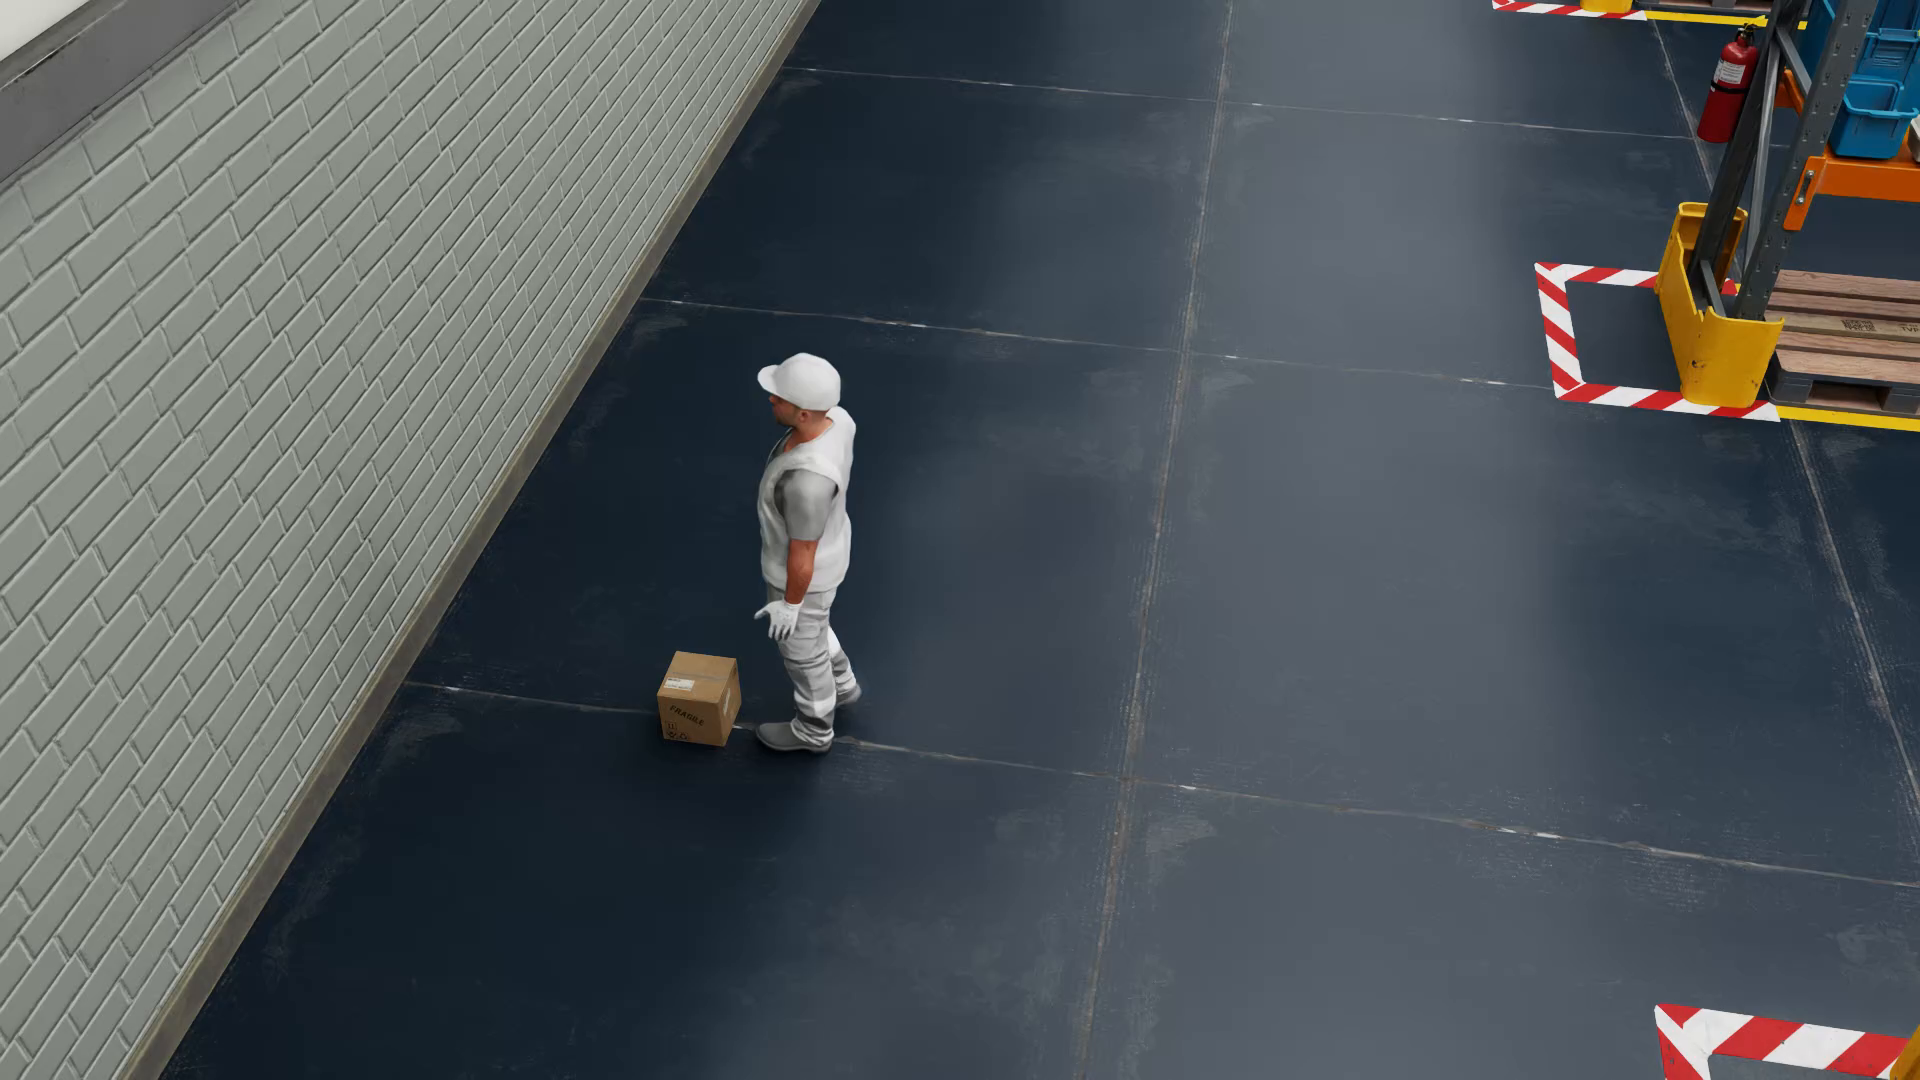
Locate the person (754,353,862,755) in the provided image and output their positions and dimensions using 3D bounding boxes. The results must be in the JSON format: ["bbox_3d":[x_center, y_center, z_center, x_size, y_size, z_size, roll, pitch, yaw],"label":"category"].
[{"bbox_3d":[-0.588,0.108,6.028,0.426,1.839,0.564,3,40,4],"label":"person"}]
